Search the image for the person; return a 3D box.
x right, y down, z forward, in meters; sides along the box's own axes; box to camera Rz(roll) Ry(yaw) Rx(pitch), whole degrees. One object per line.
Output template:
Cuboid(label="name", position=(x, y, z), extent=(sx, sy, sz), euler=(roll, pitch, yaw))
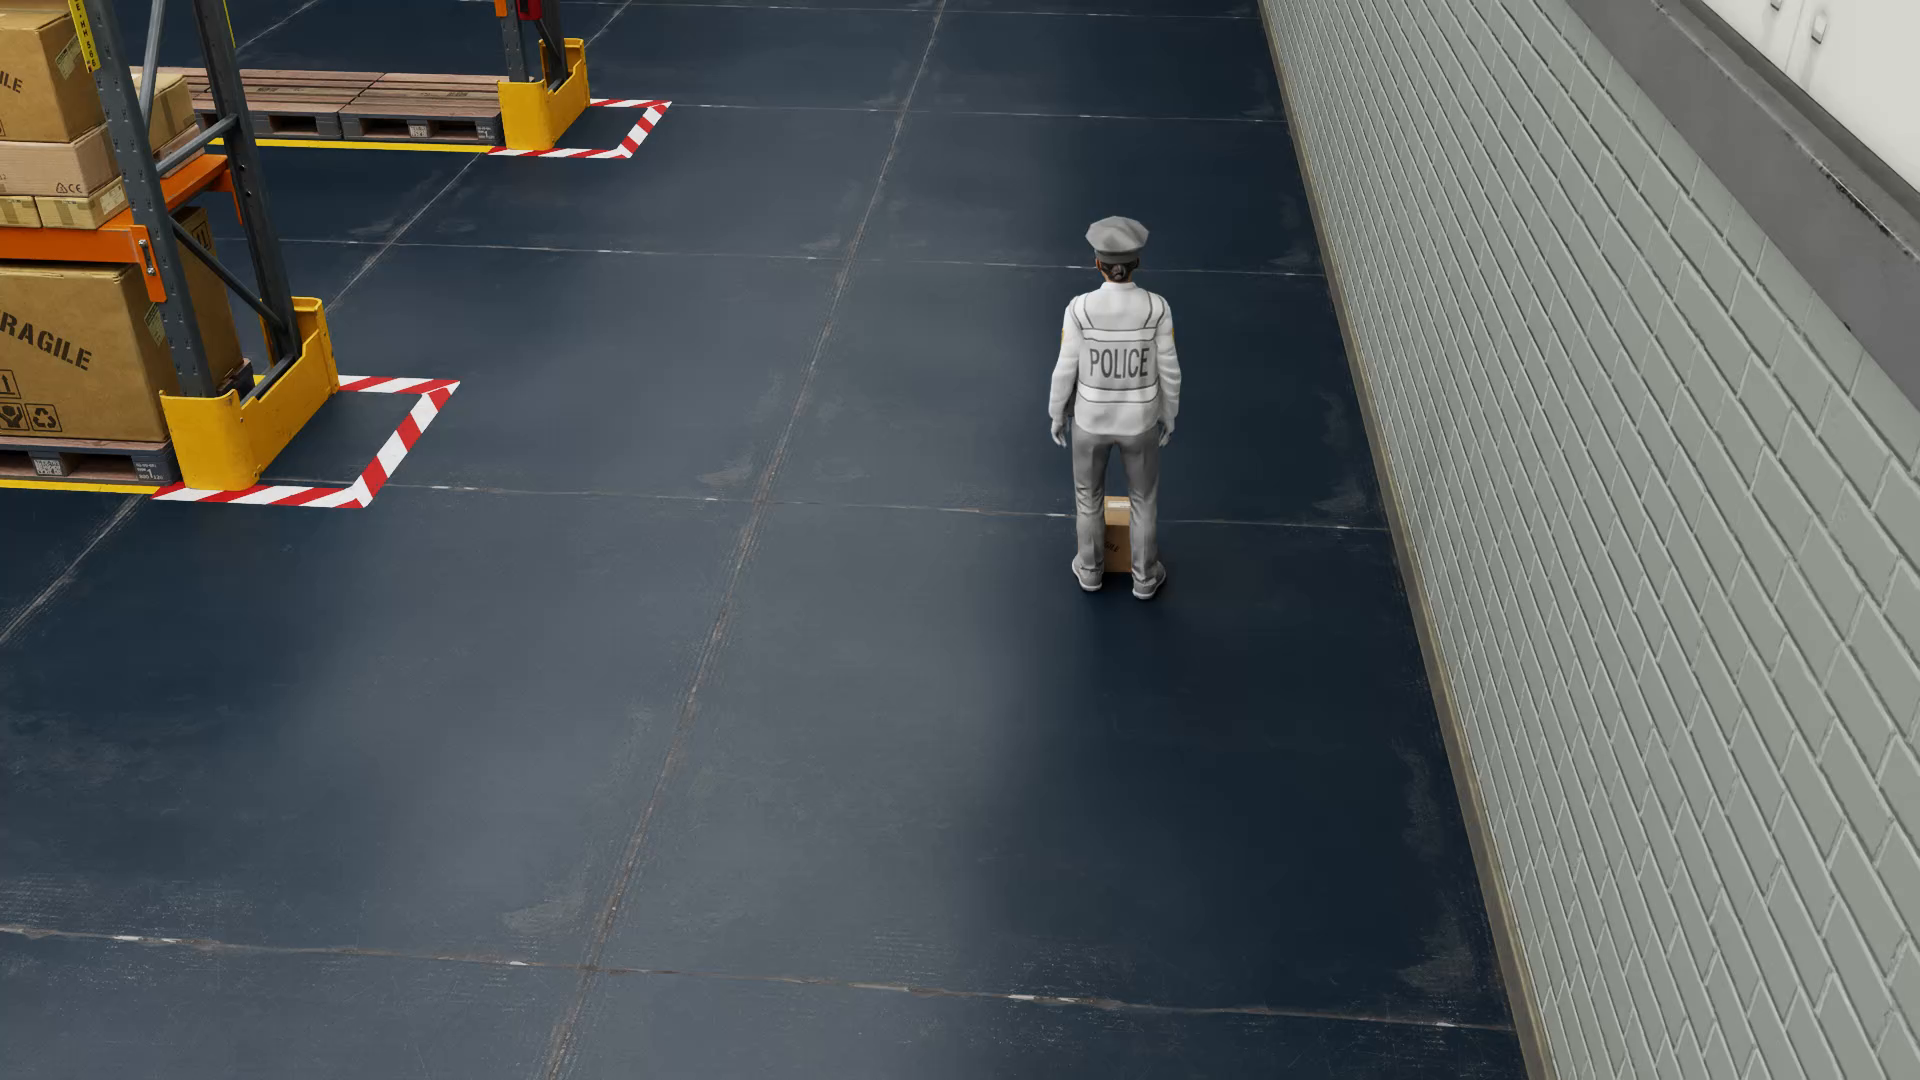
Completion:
Cuboid(label="person", position=(0.643, -0.510, 6.941), extent=(0.547, 1.667, 0.408), euler=(1, 32, 1))
